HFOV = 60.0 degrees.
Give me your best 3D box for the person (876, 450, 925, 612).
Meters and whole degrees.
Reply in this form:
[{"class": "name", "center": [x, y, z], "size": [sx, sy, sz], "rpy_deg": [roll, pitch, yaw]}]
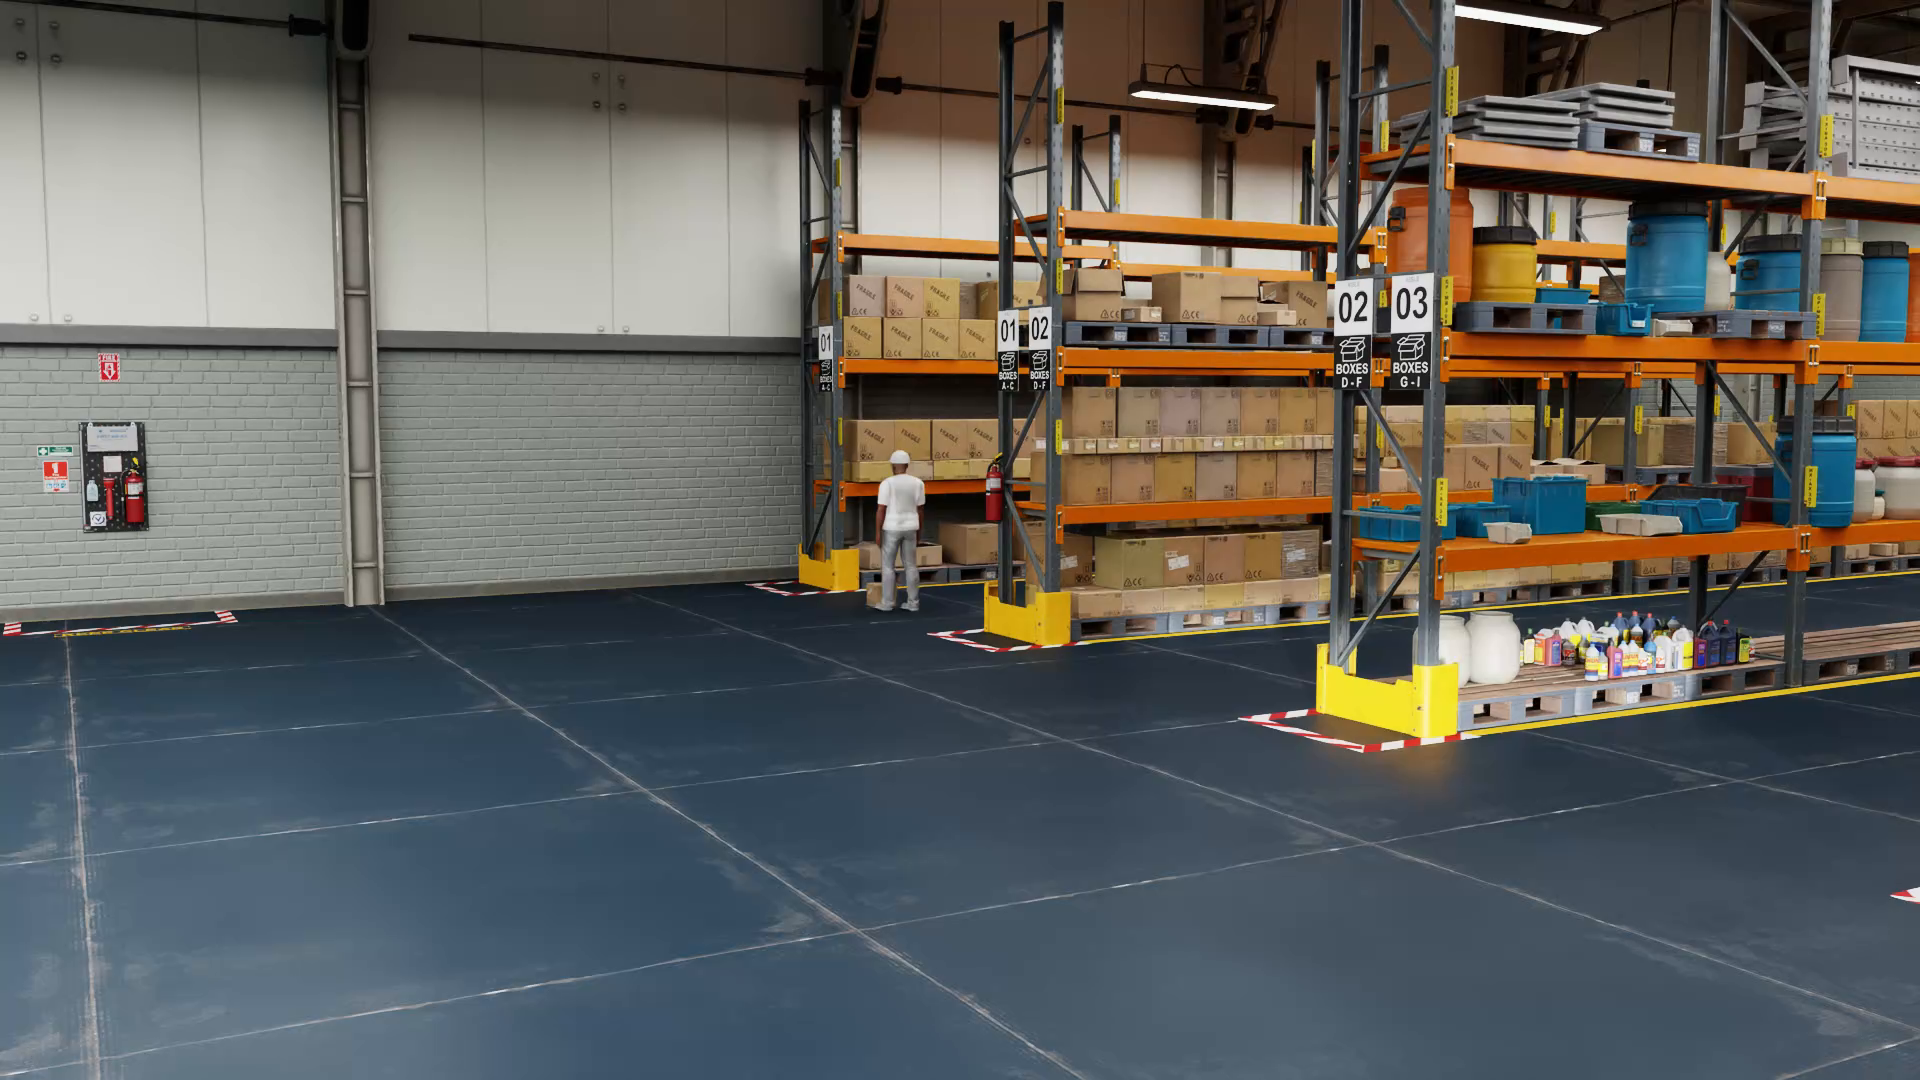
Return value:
[{"class": "person", "center": [-0.687, -0.102, 18.307], "size": [0.566, 1.768, 0.460], "rpy_deg": [-3, 6, -27]}]
